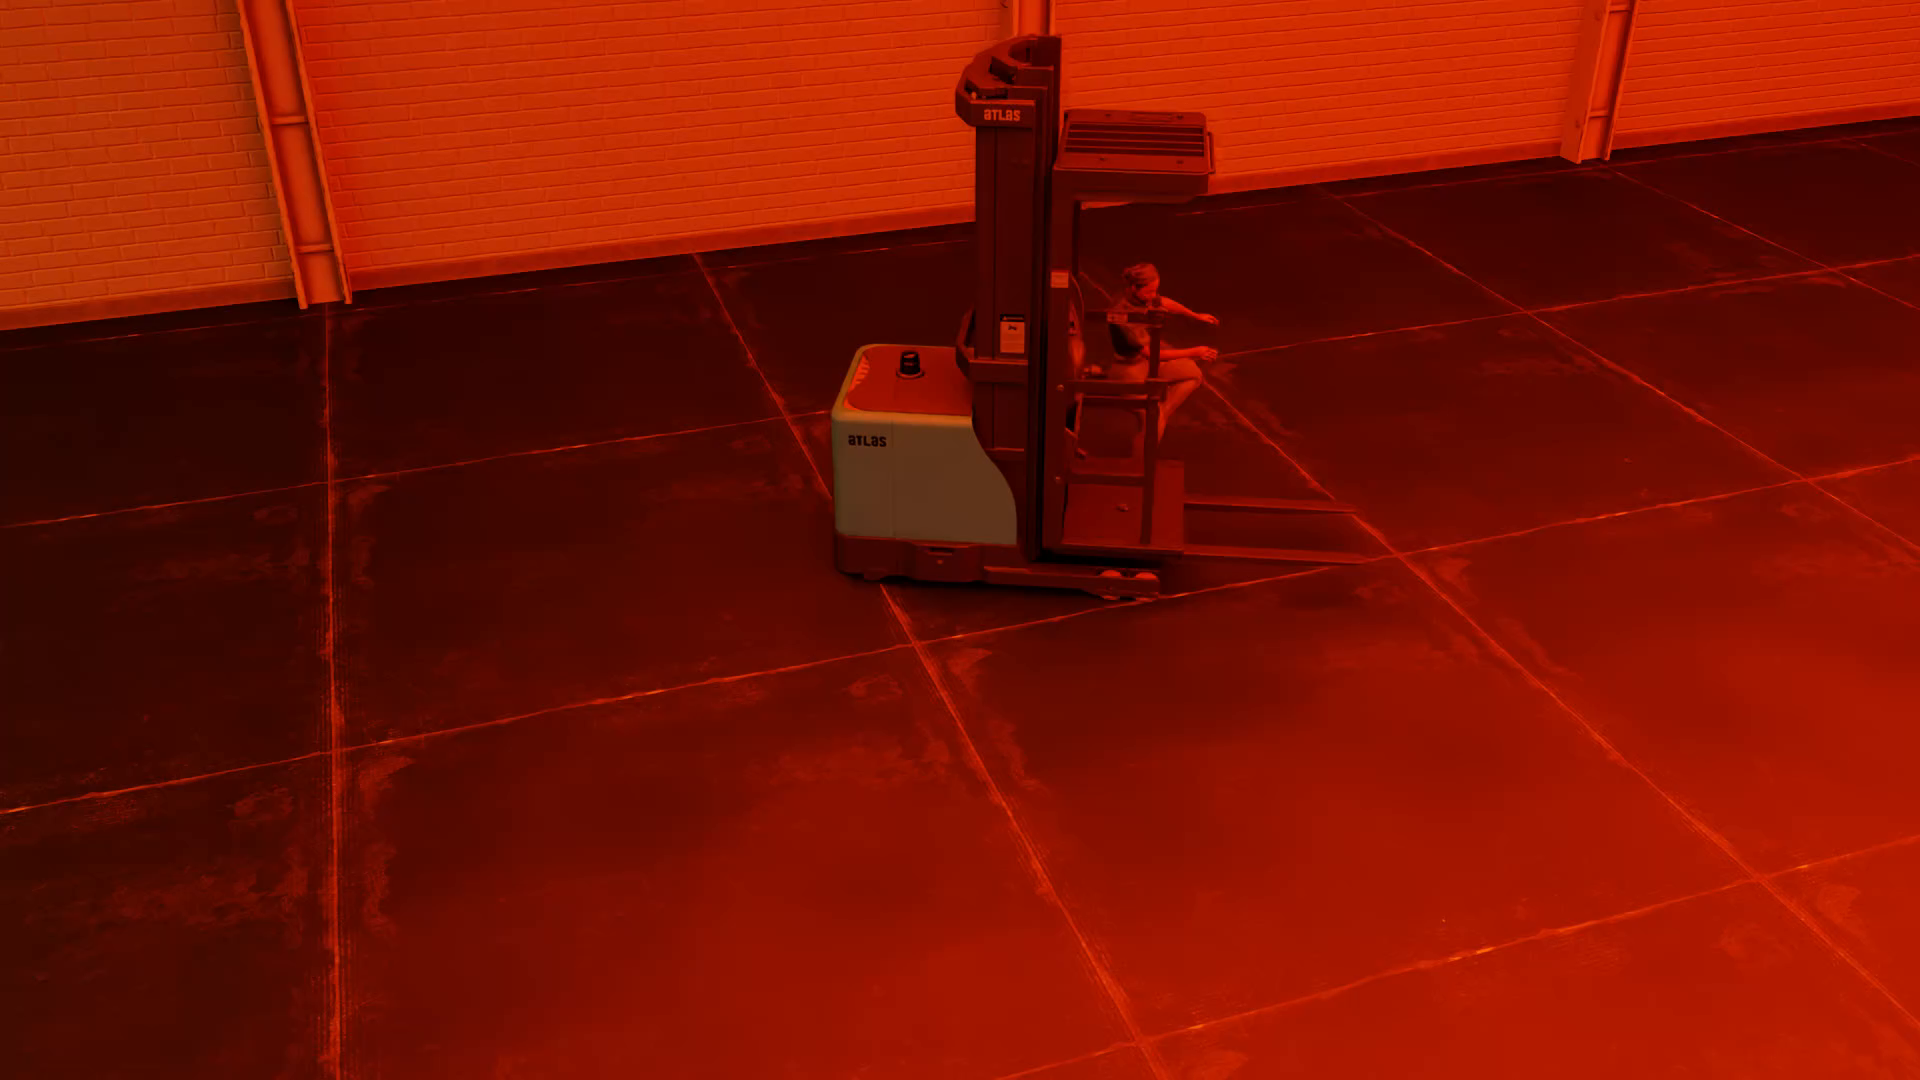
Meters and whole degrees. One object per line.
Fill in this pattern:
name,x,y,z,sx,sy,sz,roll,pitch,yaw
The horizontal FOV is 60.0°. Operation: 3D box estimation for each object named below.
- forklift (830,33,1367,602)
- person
forklift,0.825,-1.200,9.172,3.031,2.935,1.130,3,30,6
person,1.283,-1.063,10.437,0.735,1.413,0.863,14,33,23
